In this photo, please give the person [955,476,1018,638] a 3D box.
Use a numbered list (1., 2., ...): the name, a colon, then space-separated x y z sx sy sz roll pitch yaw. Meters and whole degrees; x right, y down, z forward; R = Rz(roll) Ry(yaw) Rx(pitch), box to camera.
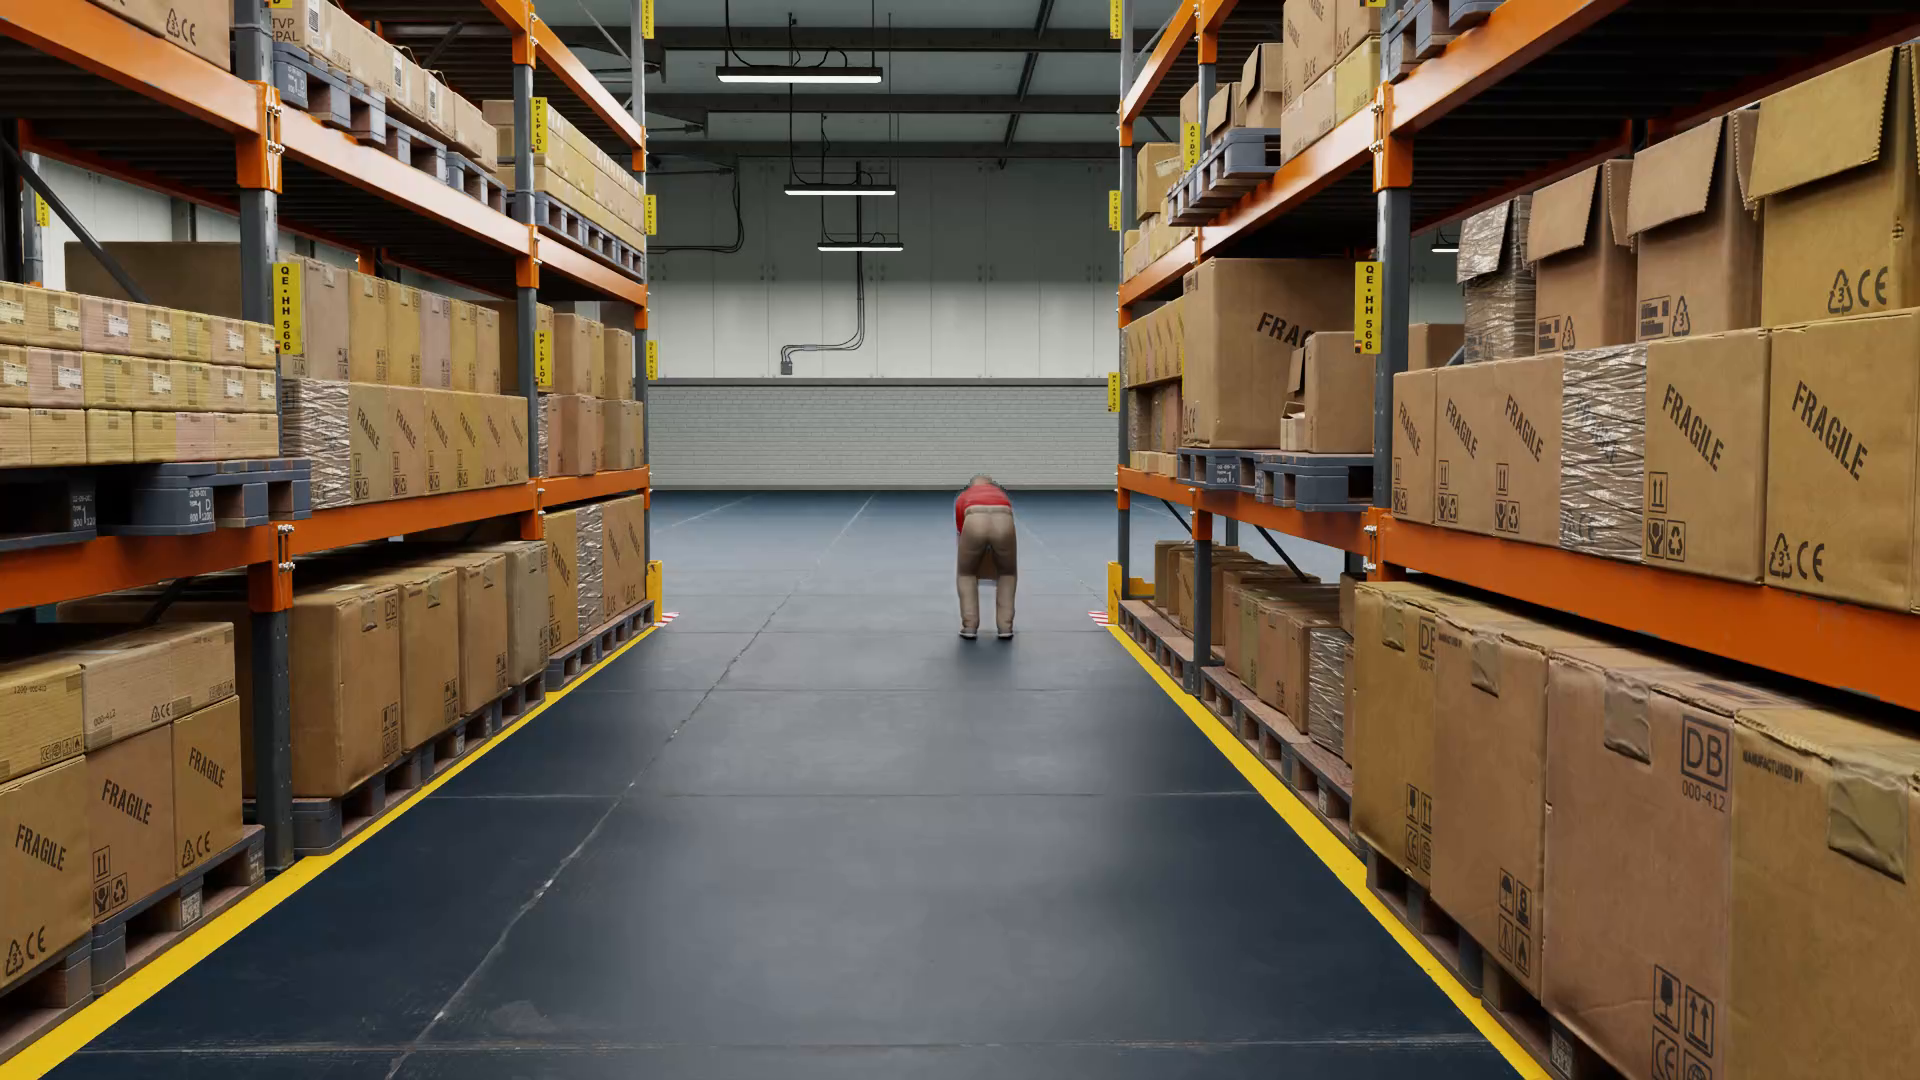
1. person: 0.204 0.126 13.175 0.482 1.248 0.925 0 4 -3
